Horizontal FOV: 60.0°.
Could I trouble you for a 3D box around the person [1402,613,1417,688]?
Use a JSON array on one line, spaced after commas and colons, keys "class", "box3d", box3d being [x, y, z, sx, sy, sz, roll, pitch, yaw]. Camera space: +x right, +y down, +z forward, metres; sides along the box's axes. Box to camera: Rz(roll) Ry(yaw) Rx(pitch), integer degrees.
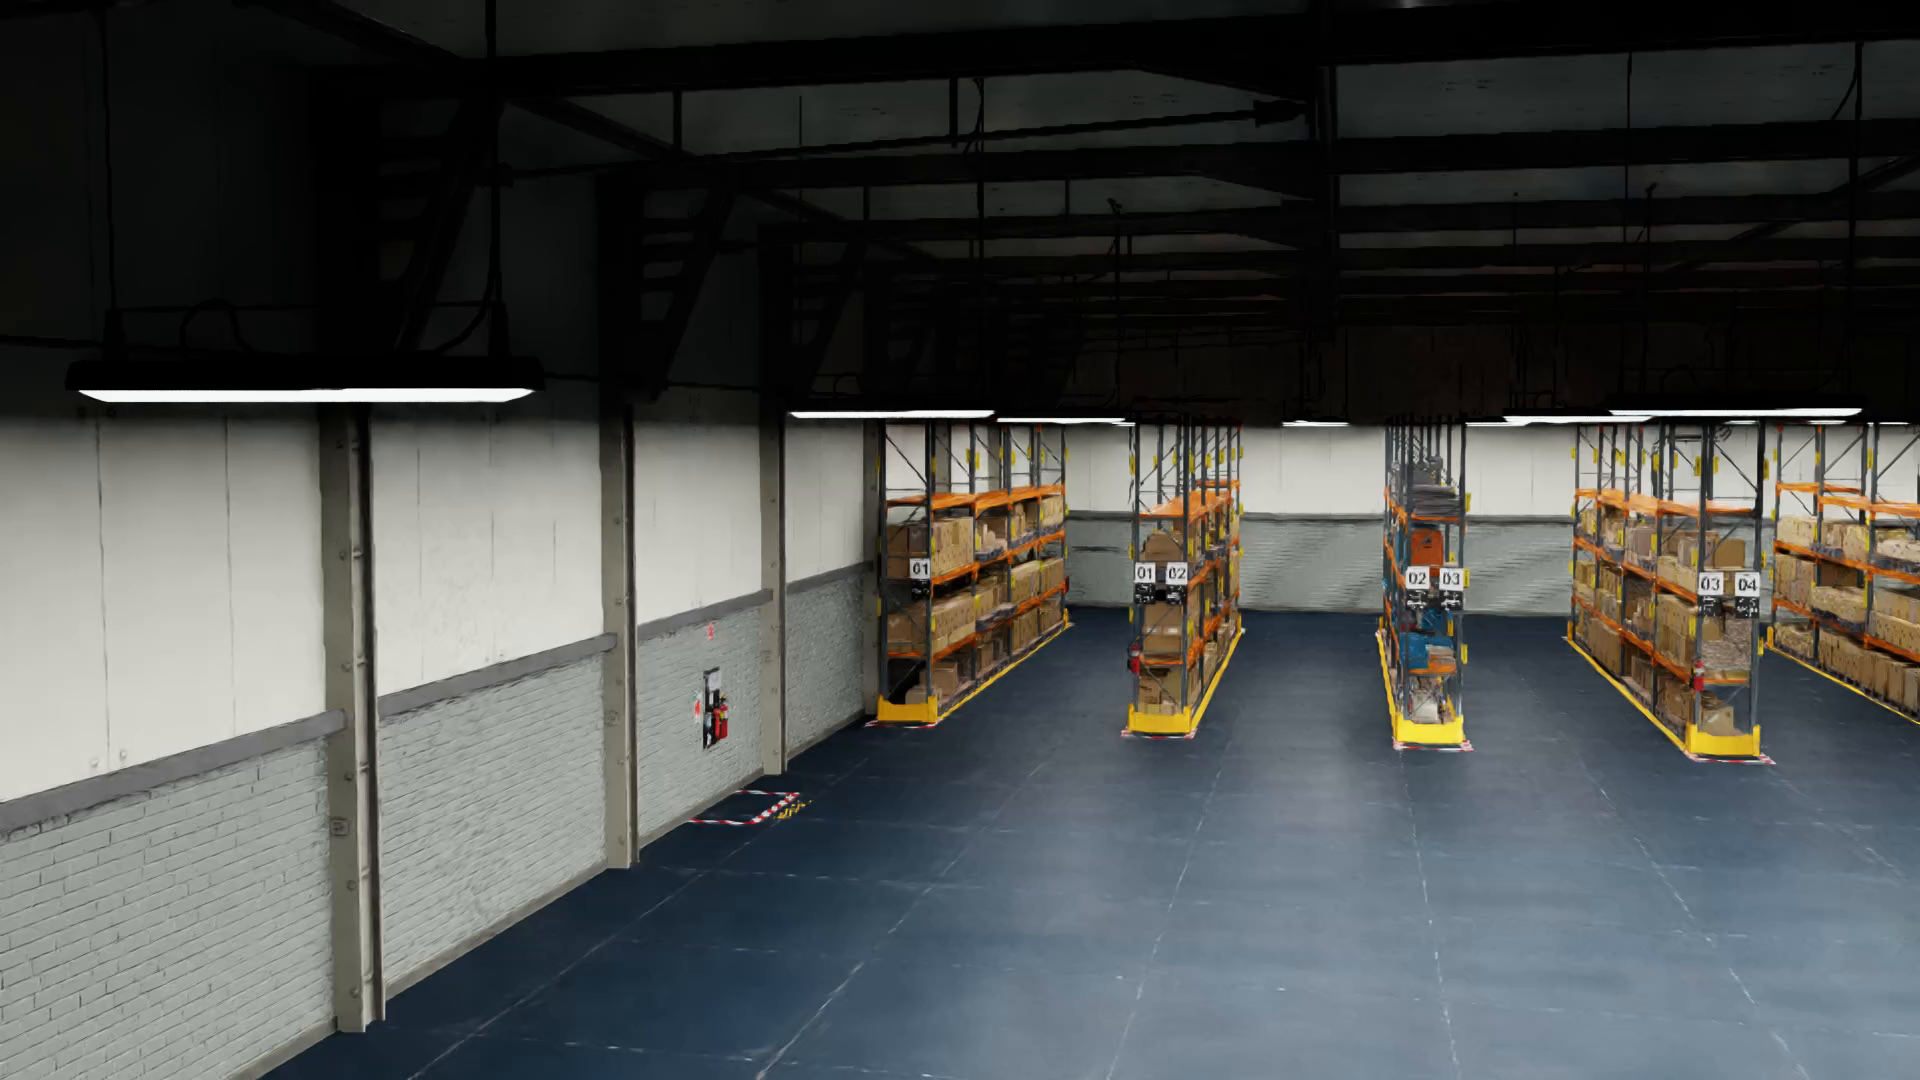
[{"class": "person", "box3d": [9.440, 2.338, 35.085, 0.424, 1.618, 0.438, 2, 4, 24]}]
